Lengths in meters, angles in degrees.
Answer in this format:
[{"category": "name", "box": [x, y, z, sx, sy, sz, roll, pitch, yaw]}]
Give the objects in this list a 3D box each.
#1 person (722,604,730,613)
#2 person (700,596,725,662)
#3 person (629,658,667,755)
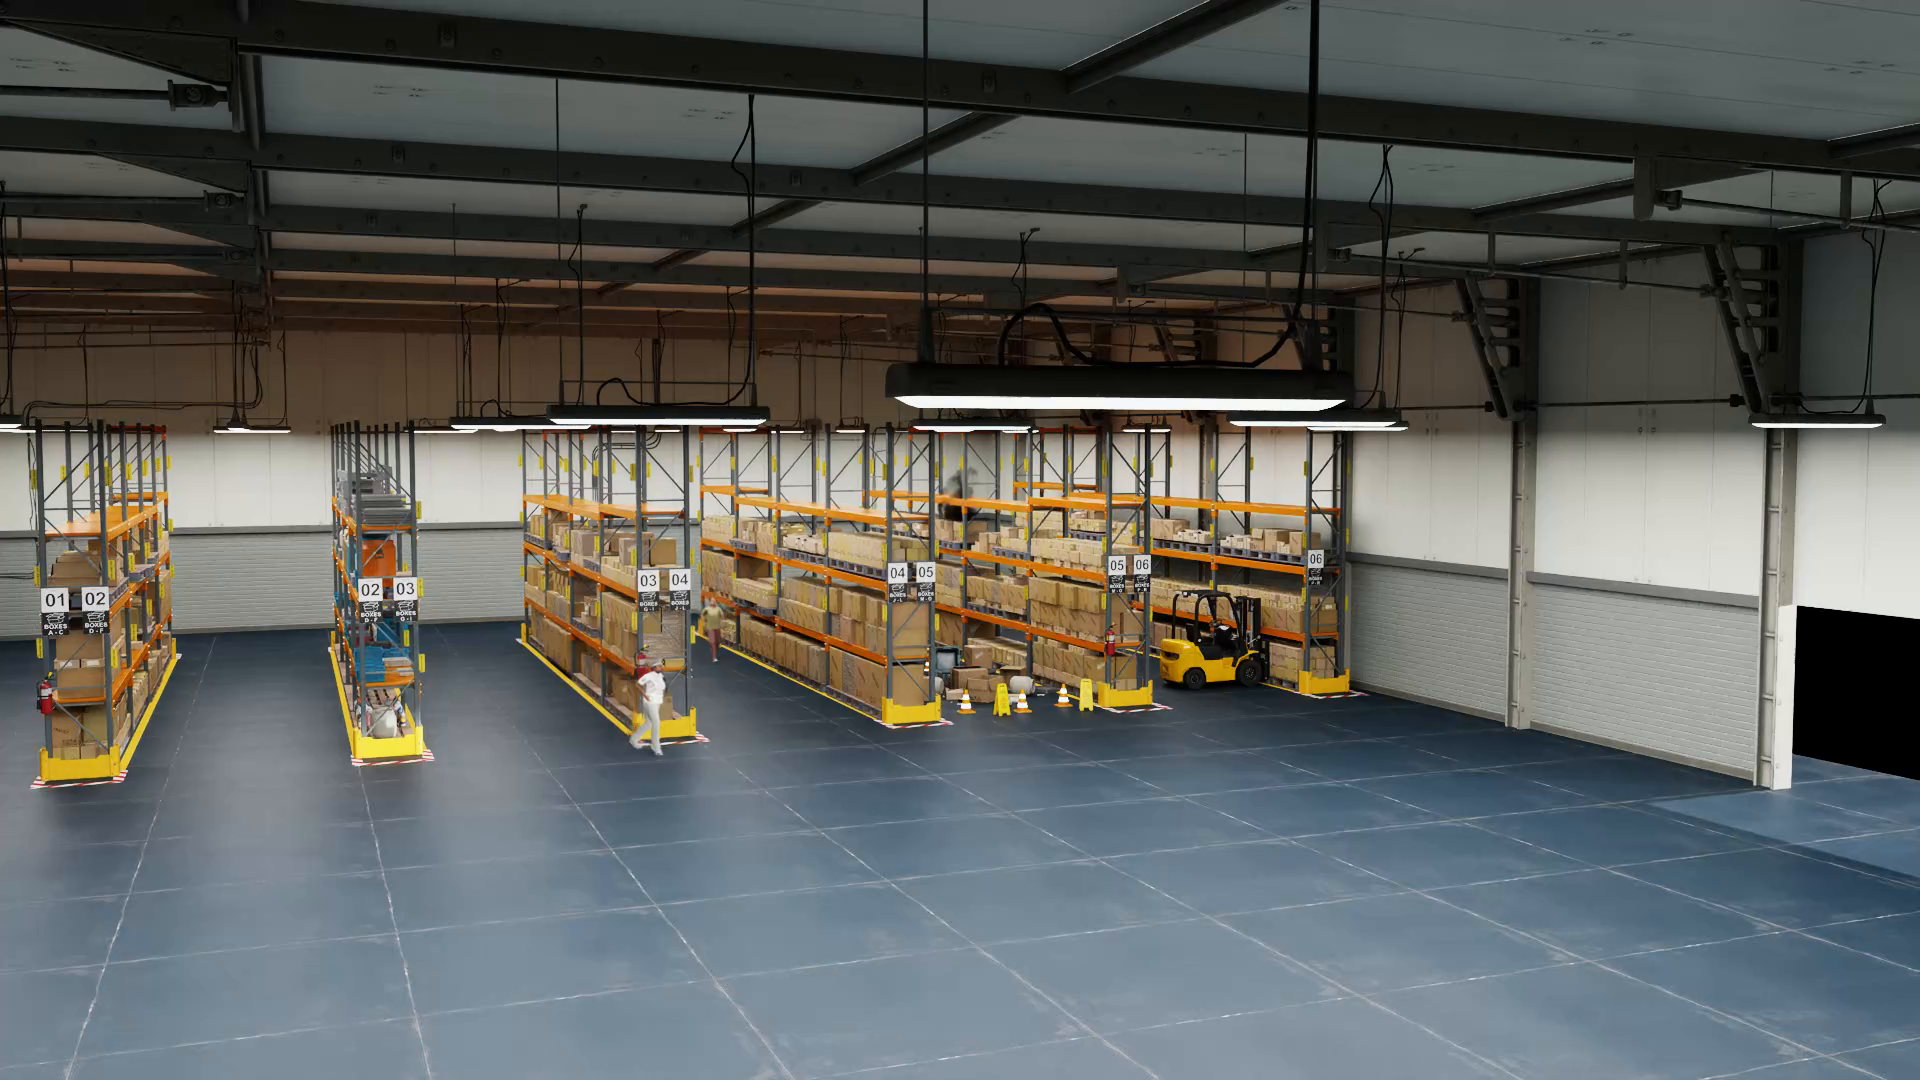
[{"category": "person", "box": [-6.945, 1.808, 49.665, 0.745, 1.646, 0.649, 1, 4, 22]}, {"category": "person", "box": [-6.263, 2.253, 42.218, 0.586, 1.637, 0.918, -1, 4, -22]}, {"category": "person", "box": [-5.619, 3.013, 30.254, 0.785, 1.741, 0.586, 1, 4, 22]}]
